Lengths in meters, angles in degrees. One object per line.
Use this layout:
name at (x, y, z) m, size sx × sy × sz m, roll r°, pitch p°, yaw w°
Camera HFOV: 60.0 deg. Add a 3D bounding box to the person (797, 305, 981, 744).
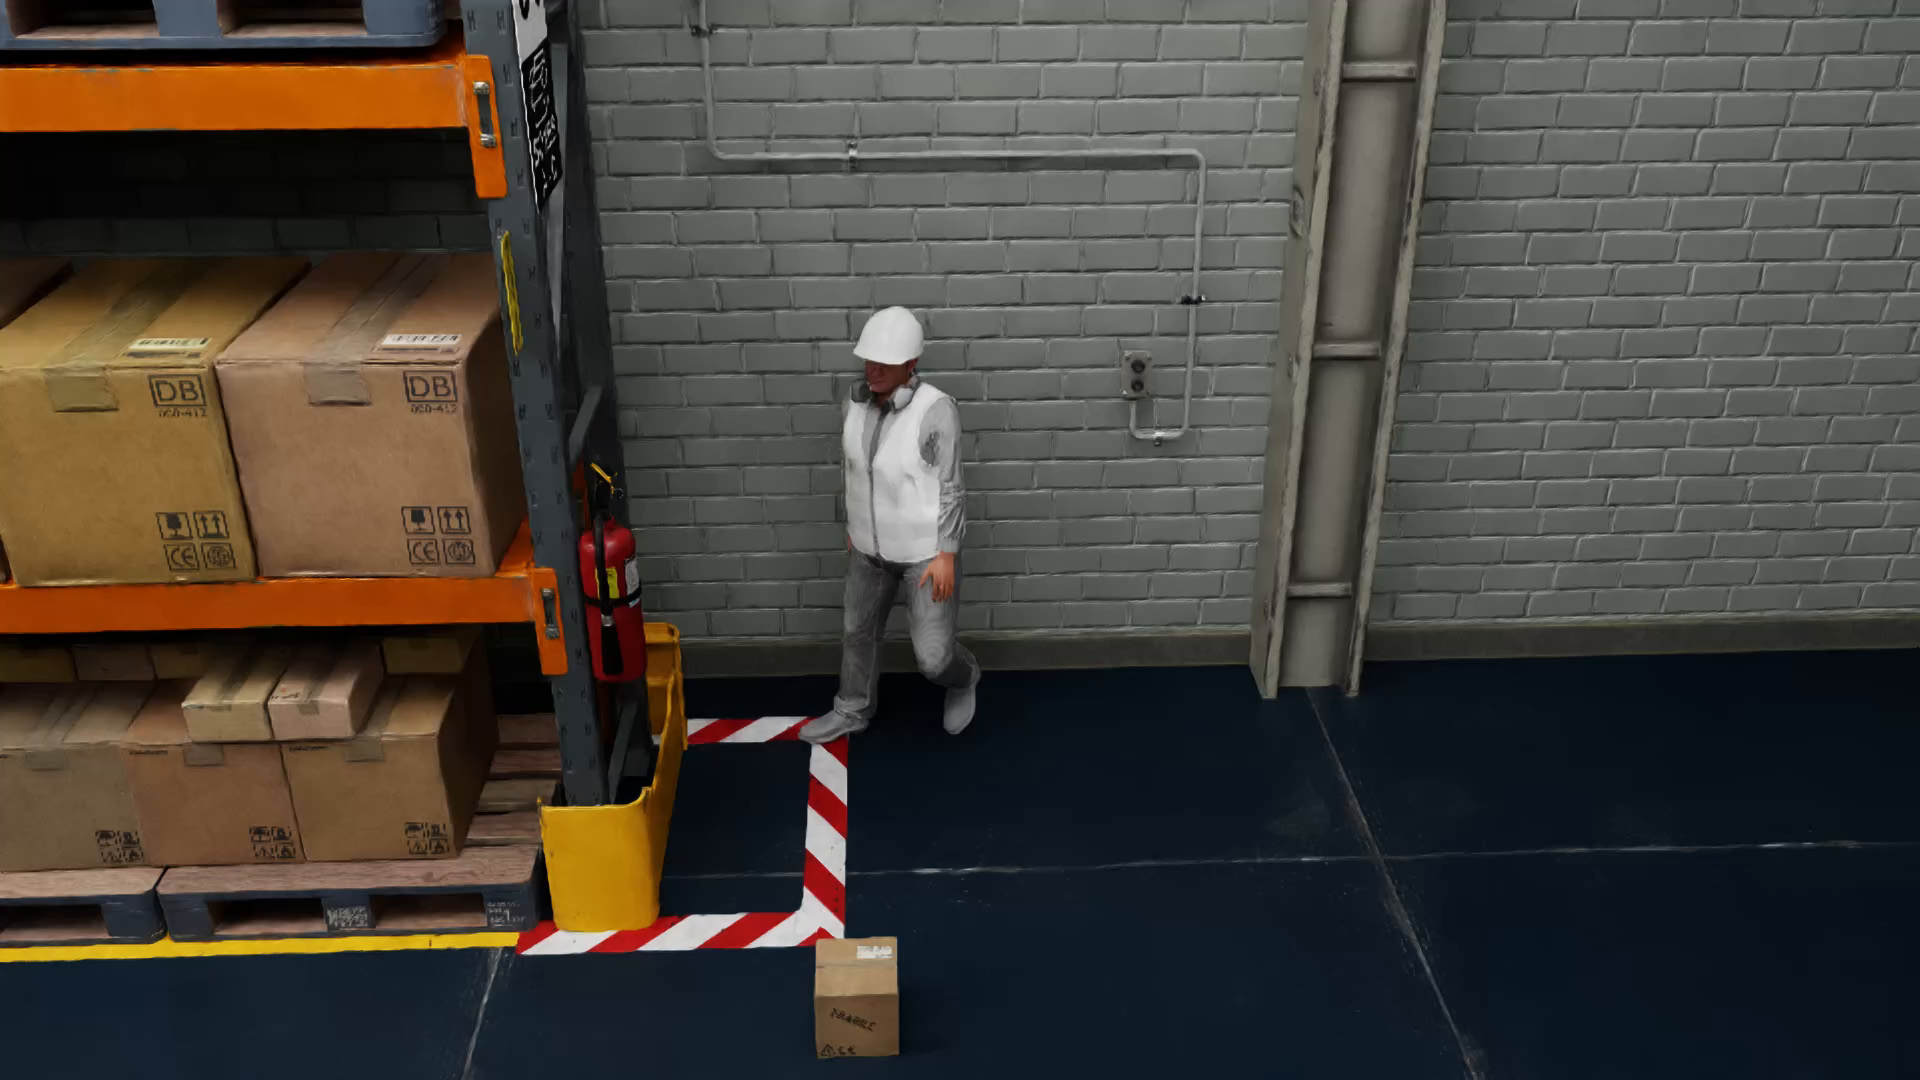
person at (-0.224, -0.023, 6.094) m, size 0.654 × 1.769 × 0.553 m, roll 17°, pitch 32°, yaw 30°
